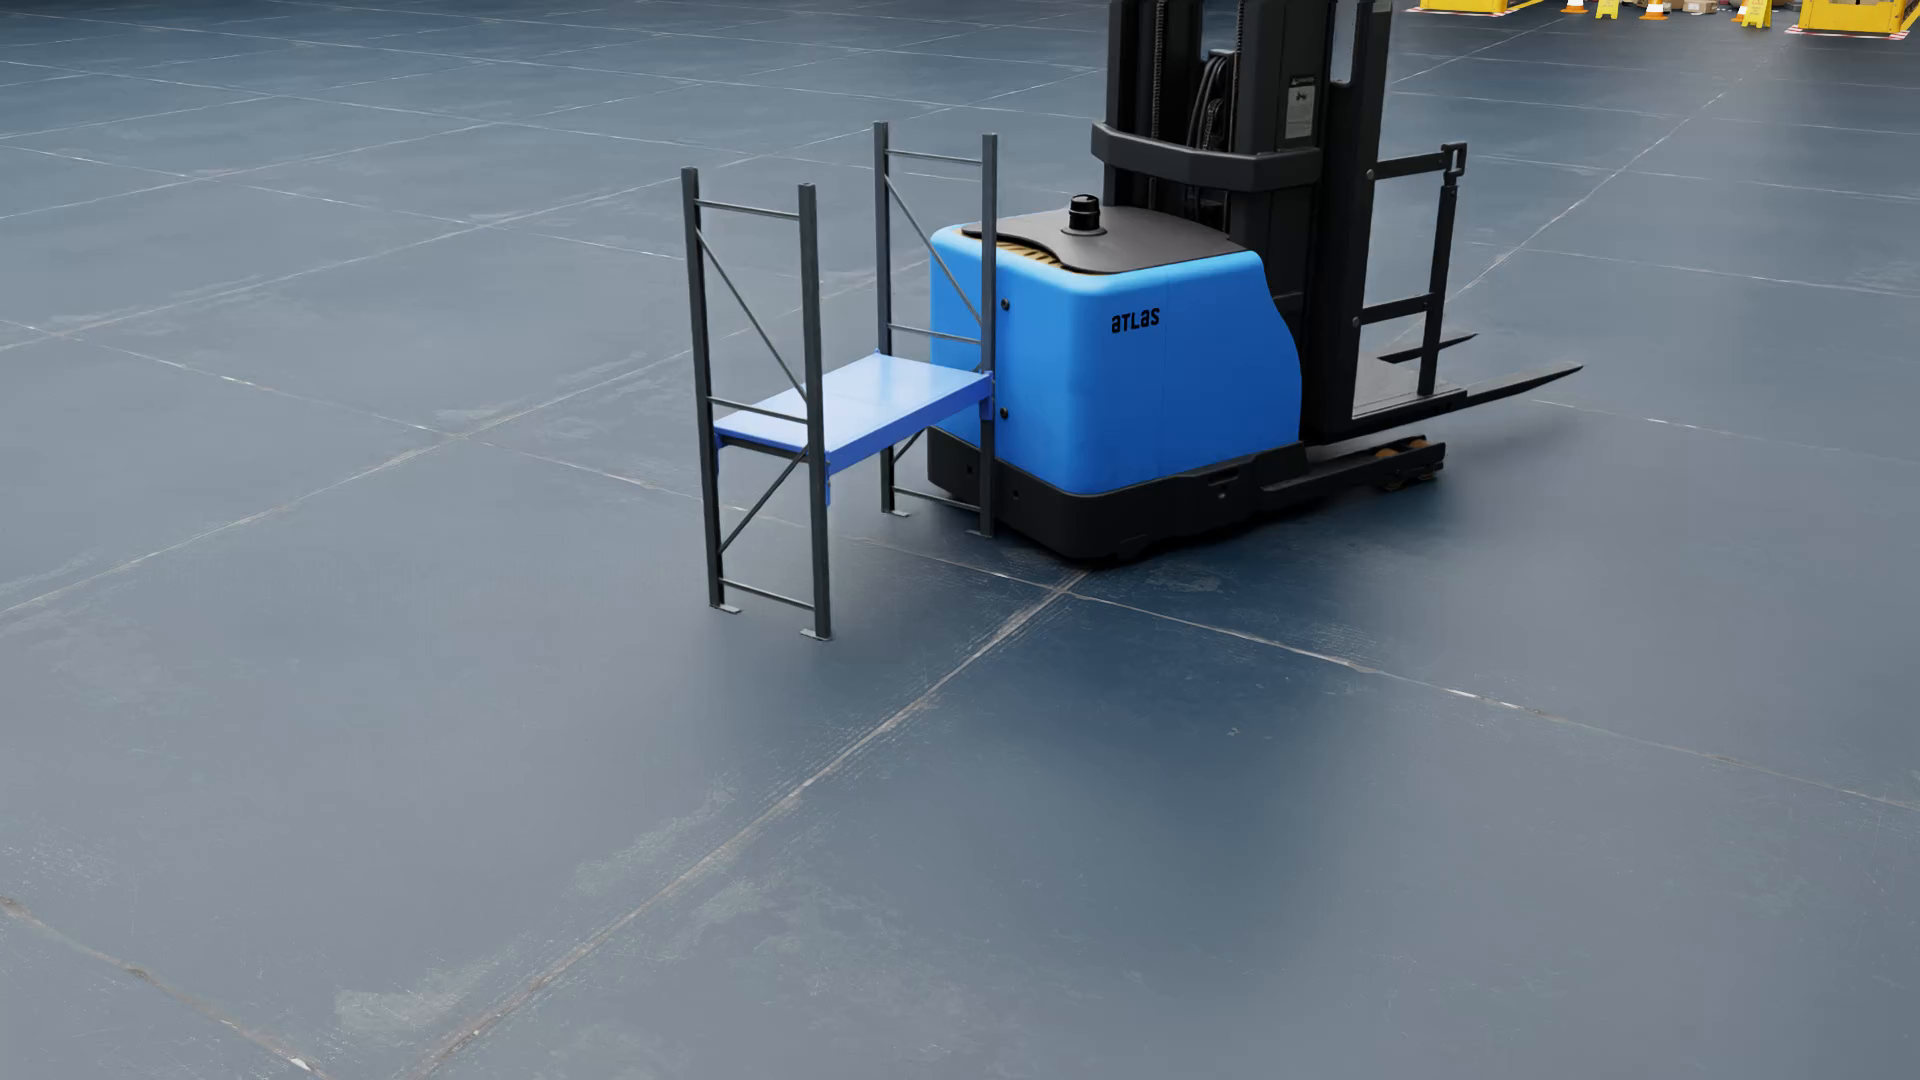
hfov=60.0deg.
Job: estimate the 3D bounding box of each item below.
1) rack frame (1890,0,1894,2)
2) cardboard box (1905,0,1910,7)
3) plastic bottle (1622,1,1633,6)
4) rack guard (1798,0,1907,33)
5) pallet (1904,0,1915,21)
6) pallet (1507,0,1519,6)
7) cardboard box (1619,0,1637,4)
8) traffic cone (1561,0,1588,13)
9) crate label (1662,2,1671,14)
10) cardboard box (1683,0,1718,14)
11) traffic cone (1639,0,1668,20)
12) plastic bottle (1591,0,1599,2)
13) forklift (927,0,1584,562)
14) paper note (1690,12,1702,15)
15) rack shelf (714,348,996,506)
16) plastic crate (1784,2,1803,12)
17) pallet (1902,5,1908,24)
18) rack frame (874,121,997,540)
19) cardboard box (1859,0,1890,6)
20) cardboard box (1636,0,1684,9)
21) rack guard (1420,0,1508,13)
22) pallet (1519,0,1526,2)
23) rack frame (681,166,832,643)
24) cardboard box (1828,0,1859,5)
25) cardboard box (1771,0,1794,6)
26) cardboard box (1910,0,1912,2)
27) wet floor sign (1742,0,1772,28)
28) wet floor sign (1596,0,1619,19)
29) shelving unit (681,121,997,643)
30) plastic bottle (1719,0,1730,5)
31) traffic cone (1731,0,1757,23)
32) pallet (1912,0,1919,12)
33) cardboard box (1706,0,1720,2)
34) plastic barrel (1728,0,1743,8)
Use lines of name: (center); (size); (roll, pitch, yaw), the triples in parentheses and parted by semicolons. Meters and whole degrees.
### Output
rack frame: (11.450, -7.955, 20.850); (1.000, 3.000, 0.127); (14, 27, 29)
cardboard box: (12.386, -7.271, 22.202); (0.500, 0.250, 0.500); (15, 28, 31)
plastic bottle: (9.741, -7.839, 24.280); (0.133, 0.061, 0.283); (5, 24, 11)
rack guard: (11.490, -6.833, 21.406); (1.175, 0.500, 0.348); (14, 27, 29)
pallet: (12.593, -7.378, 23.027); (1.003, 0.211, 1.213); (14, 27, 29)
pallet: (7.547, -7.965, 24.382); (1.003, 0.211, 1.213); (14, 27, 29)
cardboard box: (9.960, -8.087, 24.597); (0.396, 0.266, 0.258); (20, 30, 38)
traffic cone: (8.678, -7.676, 23.398); (0.336, 0.463, 0.334); (14, 27, 29)
crate label: (9.821, -7.453, 23.293); (0.250, 0.136, 0.298); (1, 23, 2)
cardboard box: (10.425, -7.512, 23.415); (0.250, 0.149, 0.380); (-12, 26, -26)
traffic cone: (9.459, -7.324, 22.586); (0.336, 0.463, 0.334); (14, 27, 29)
plastic bottle: (9.561, -8.054, 24.777); (0.283, 0.061, 0.133); (5, 24, 11)
forklift: (1.378, -1.704, 6.496); (3.031, 2.935, 1.130); (-15, 28, -31)
paper note: (10.258, -7.329, 23.140); (0.148, 0.019, 0.142); (5, 24, 11)
rack shelf: (-0.366, -0.414, 5.771); (0.538, 0.185, 1.000); (14, 27, 30)
plastic crate: (12.035, -7.607, 23.721); (0.402, 0.080, 0.583); (5, 24, 11)
pallet: (11.949, -6.968, 22.079); (1.003, 0.211, 1.213); (14, 27, 29)
rack frame: (-0.090, -0.748, 6.091); (0.500, 1.500, 0.032); (14, 27, 30)
cardboard box: (12.111, -7.100, 21.808); (0.500, 0.250, 0.500); (14, 27, 29)
cardboard box: (10.226, -7.933, 23.941); (0.797, 0.503, 0.637); (-3, 24, -7)
rack guard: (7.179, -7.803, 23.645); (1.175, 0.500, 0.348); (14, 27, 29)
pallet: (8.191, -8.375, 25.330); (1.003, 0.211, 1.213); (14, 27, 29)
rack frame: (-0.643, -0.409, 5.308); (0.500, 1.500, 0.032); (14, 27, 30)
cardboard box: (11.661, -7.223, 22.092); (0.500, 0.250, 0.500); (14, 27, 29)
cardboard box: (11.839, -8.082, 24.288); (0.500, 0.500, 0.500); (-7, 24, -17)
cardboard box: (12.664, -7.458, 22.633); (0.500, 0.250, 0.500); (16, 28, 32)
wet floor sign: (10.441, -7.035, 21.687); (0.232, 0.644, 0.267); (-17, 29, -35)
wet floor sign: (8.859, -7.453, 22.654); (0.267, 0.644, 0.232); (9, 25, 20)
shelving unit: (-0.366, -0.579, 5.699); (0.538, 1.500, 1.048); (14, 27, 30)
plastic bottle: (11.286, -7.914, 24.454); (0.133, 0.061, 0.283); (20, 30, 38)
traffic cone: (10.581, -7.206, 22.313); (0.336, 0.463, 0.334); (14, 27, 29)
pallet: (13.236, -7.791, 23.982); (1.003, 0.211, 1.213); (14, 27, 29)
cardboard box: (11.307, -8.225, 24.915); (0.258, 0.266, 0.396); (-3, 24, -7)
plastic barrel: (11.254, -7.787, 23.705); (0.421, 0.421, 0.512); (-7, 24, -17)
